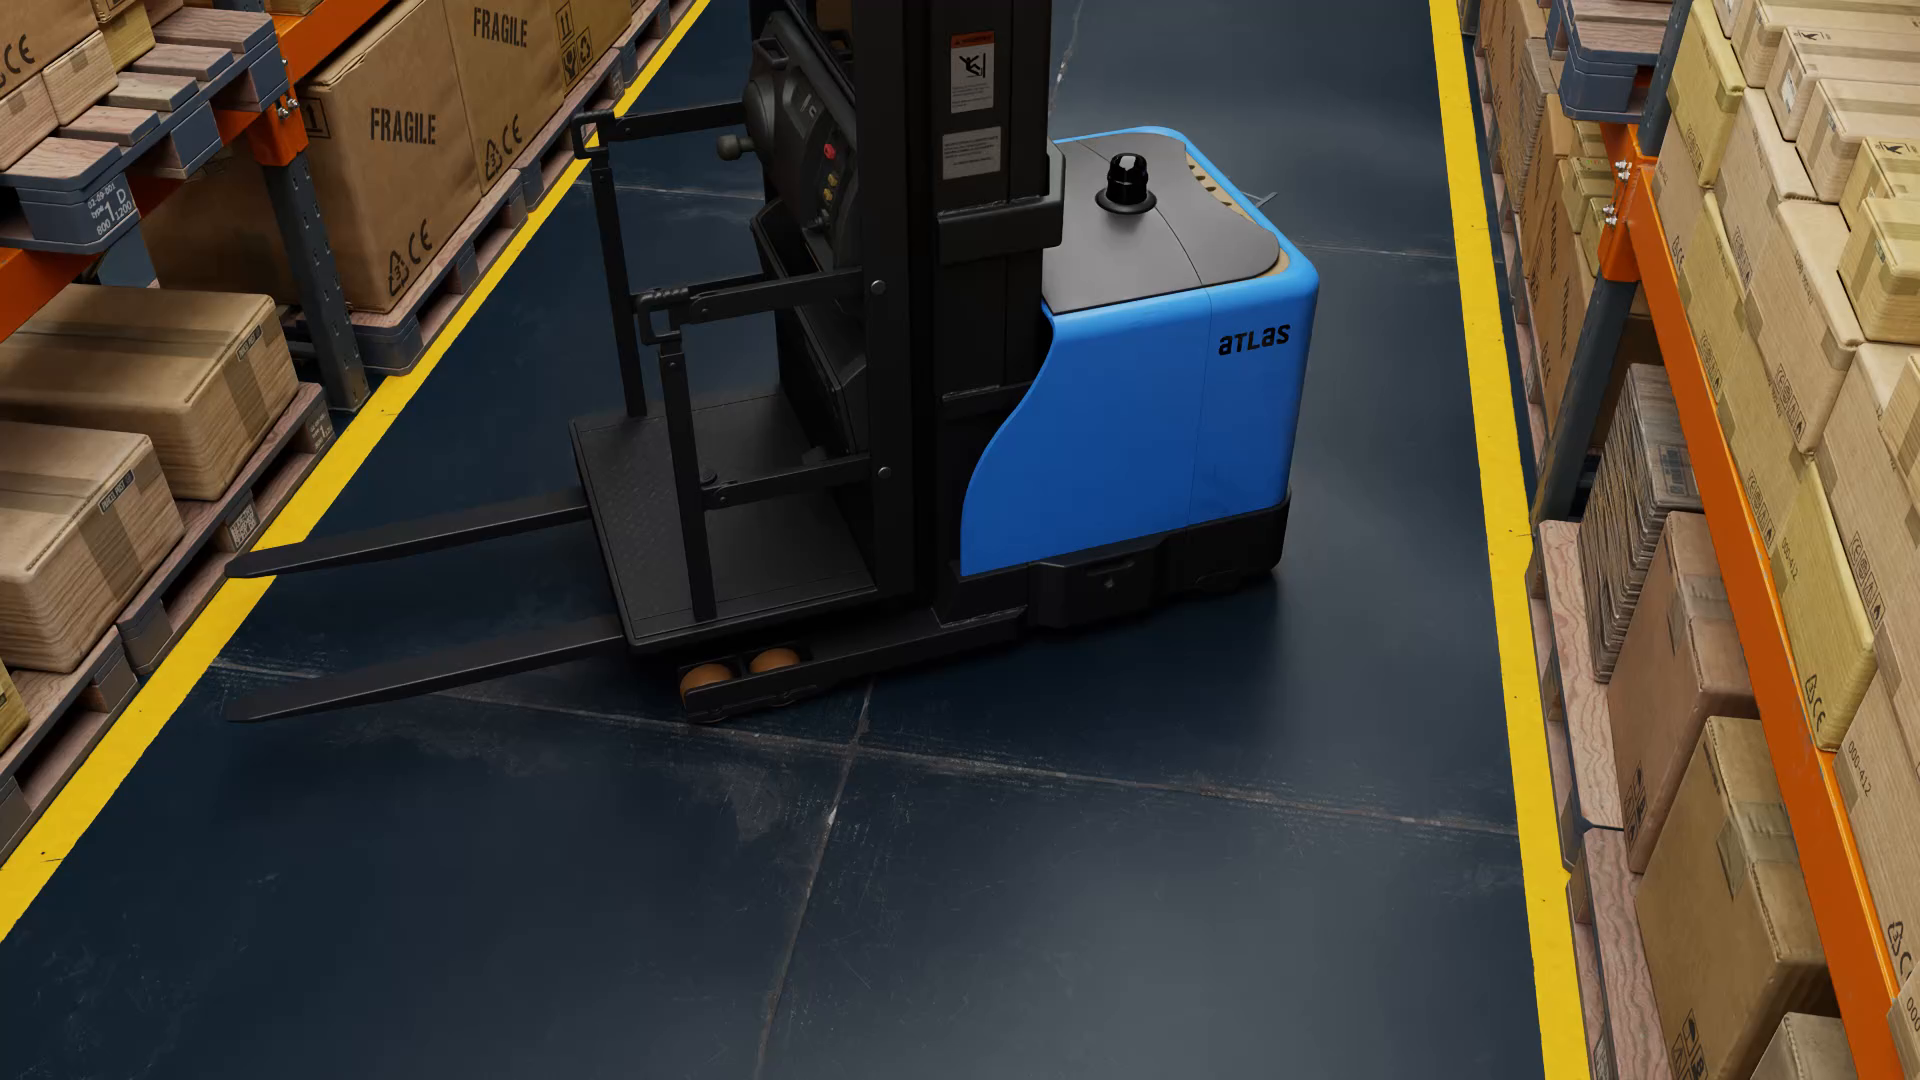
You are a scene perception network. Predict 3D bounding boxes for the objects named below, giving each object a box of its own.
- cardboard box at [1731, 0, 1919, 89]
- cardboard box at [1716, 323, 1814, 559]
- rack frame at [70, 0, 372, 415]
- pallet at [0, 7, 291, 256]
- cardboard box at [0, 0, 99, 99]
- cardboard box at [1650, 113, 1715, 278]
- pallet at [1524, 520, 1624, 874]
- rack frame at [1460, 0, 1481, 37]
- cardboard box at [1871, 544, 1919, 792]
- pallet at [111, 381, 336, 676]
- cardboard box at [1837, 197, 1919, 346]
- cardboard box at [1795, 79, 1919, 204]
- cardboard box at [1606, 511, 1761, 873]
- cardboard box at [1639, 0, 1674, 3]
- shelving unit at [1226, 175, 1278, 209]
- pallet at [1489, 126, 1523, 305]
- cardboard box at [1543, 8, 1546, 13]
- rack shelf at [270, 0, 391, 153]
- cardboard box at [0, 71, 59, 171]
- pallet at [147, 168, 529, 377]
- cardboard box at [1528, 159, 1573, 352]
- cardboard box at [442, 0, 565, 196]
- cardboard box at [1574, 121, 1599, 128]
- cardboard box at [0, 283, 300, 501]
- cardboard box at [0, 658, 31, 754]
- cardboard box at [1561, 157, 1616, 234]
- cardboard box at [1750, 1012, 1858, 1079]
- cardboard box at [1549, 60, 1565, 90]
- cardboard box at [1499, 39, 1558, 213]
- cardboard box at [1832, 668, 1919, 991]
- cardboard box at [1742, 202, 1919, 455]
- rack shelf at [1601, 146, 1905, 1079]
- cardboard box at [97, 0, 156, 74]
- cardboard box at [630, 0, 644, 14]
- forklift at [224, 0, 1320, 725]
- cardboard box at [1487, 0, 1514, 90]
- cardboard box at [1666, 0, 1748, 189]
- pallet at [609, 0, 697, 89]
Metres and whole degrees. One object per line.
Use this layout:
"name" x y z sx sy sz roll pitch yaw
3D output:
"cardboard box" 1.920 -1.092 3.629 0.380 0.149 0.250 7 40 9
"cardboard box" 1.818 -0.190 3.244 0.500 0.250 0.500 5 40 6
"rack frame" -2.579 -1.684 4.932 1.000 3.000 0.127 6 40 8
"pallet" -2.598 -1.151 4.438 1.213 0.211 1.003 6 40 8
"cardboard box" -2.463 -1.357 3.896 0.500 0.500 0.500 6 40 7
"cardboard box" 1.993 -0.829 4.017 0.500 0.250 0.500 7 40 8
"pallet" 2.129 0.448 4.542 1.003 0.211 1.213 6 40 8
"rack frame" 3.002 -3.649 7.310 1.000 3.000 0.127 6 40 8
"cardboard box" 1.627 0.257 2.311 0.500 0.250 0.500 7 40 9
"pallet" -2.716 -0.119 5.228 1.003 0.211 1.213 6 40 8
"cardboard box" 1.752 -0.449 2.851 0.380 0.149 0.250 7 40 9
"cardboard box" 1.868 -0.763 3.231 0.380 0.149 0.250 7 40 8
"cardboard box" 2.083 0.415 3.927 0.875 0.625 0.625 8 40 9
"cardboard box" 2.046 -1.658 4.769 0.380 0.149 0.250 7 40 8
"shelving unit" 0.793 -1.064 6.384 0.258 0.189 1.200 28 47 29
"pallet" 2.690 -1.292 6.647 1.003 0.211 1.213 6 40 8
"cardboard box" 2.559 -2.231 6.717 0.380 0.149 0.250 6 40 8
"rack shelf" -2.233 -2.662 6.680 1.077 0.370 4.000 6 40 8
"cardboard box" -2.430 -1.021 3.998 0.380 0.149 0.250 5 40 6
"pallet" -2.369 -1.096 6.409 1.003 0.211 1.213 6 40 8
"cardboard box" 2.268 -0.939 5.664 0.500 0.500 0.500 6 40 7
"cardboard box" -2.220 -2.010 6.665 0.875 0.875 0.875 7 40 8
"cardboard box" 2.342 -1.421 5.738 0.380 0.149 0.250 8 40 9
"cardboard box" -2.687 -0.479 5.208 0.950 0.372 0.625 4 40 5
"cardboard box" -2.944 0.460 4.072 0.950 0.372 0.625 8 40 9
"cardboard box" 2.163 -1.100 5.349 0.380 0.149 0.250 4 40 5
"cardboard box" 1.839 1.310 2.845 0.875 0.625 0.625 6 40 7
"cardboard box" 2.403 -1.754 6.141 0.380 0.149 0.250 5 40 6
"cardboard box" 2.428 -1.596 6.458 0.500 0.500 0.500 5 40 6
"cardboard box" 1.645 0.460 2.457 0.500 0.250 0.500 7 40 8
"cardboard box" 1.796 -0.382 3.083 0.500 0.250 0.500 5 40 7
"rack shelf" 1.964 0.394 2.984 1.077 0.370 4.000 6 40 8
"cardboard box" -2.380 -1.341 4.385 0.380 0.149 0.250 7 40 8
"cardboard box" -1.916 -3.139 8.031 0.875 0.875 0.875 8 40 9
"forklift" -0.590 -1.001 4.160 3.031 2.935 1.130 -12 41 -15
"cardboard box" 2.614 -2.234 7.230 0.500 0.500 0.500 6 40 7
"cardboard box" 1.968 -1.025 3.861 0.500 0.250 0.500 6 40 8
"pallet" -1.947 -2.627 8.262 1.003 0.211 1.213 6 40 8
